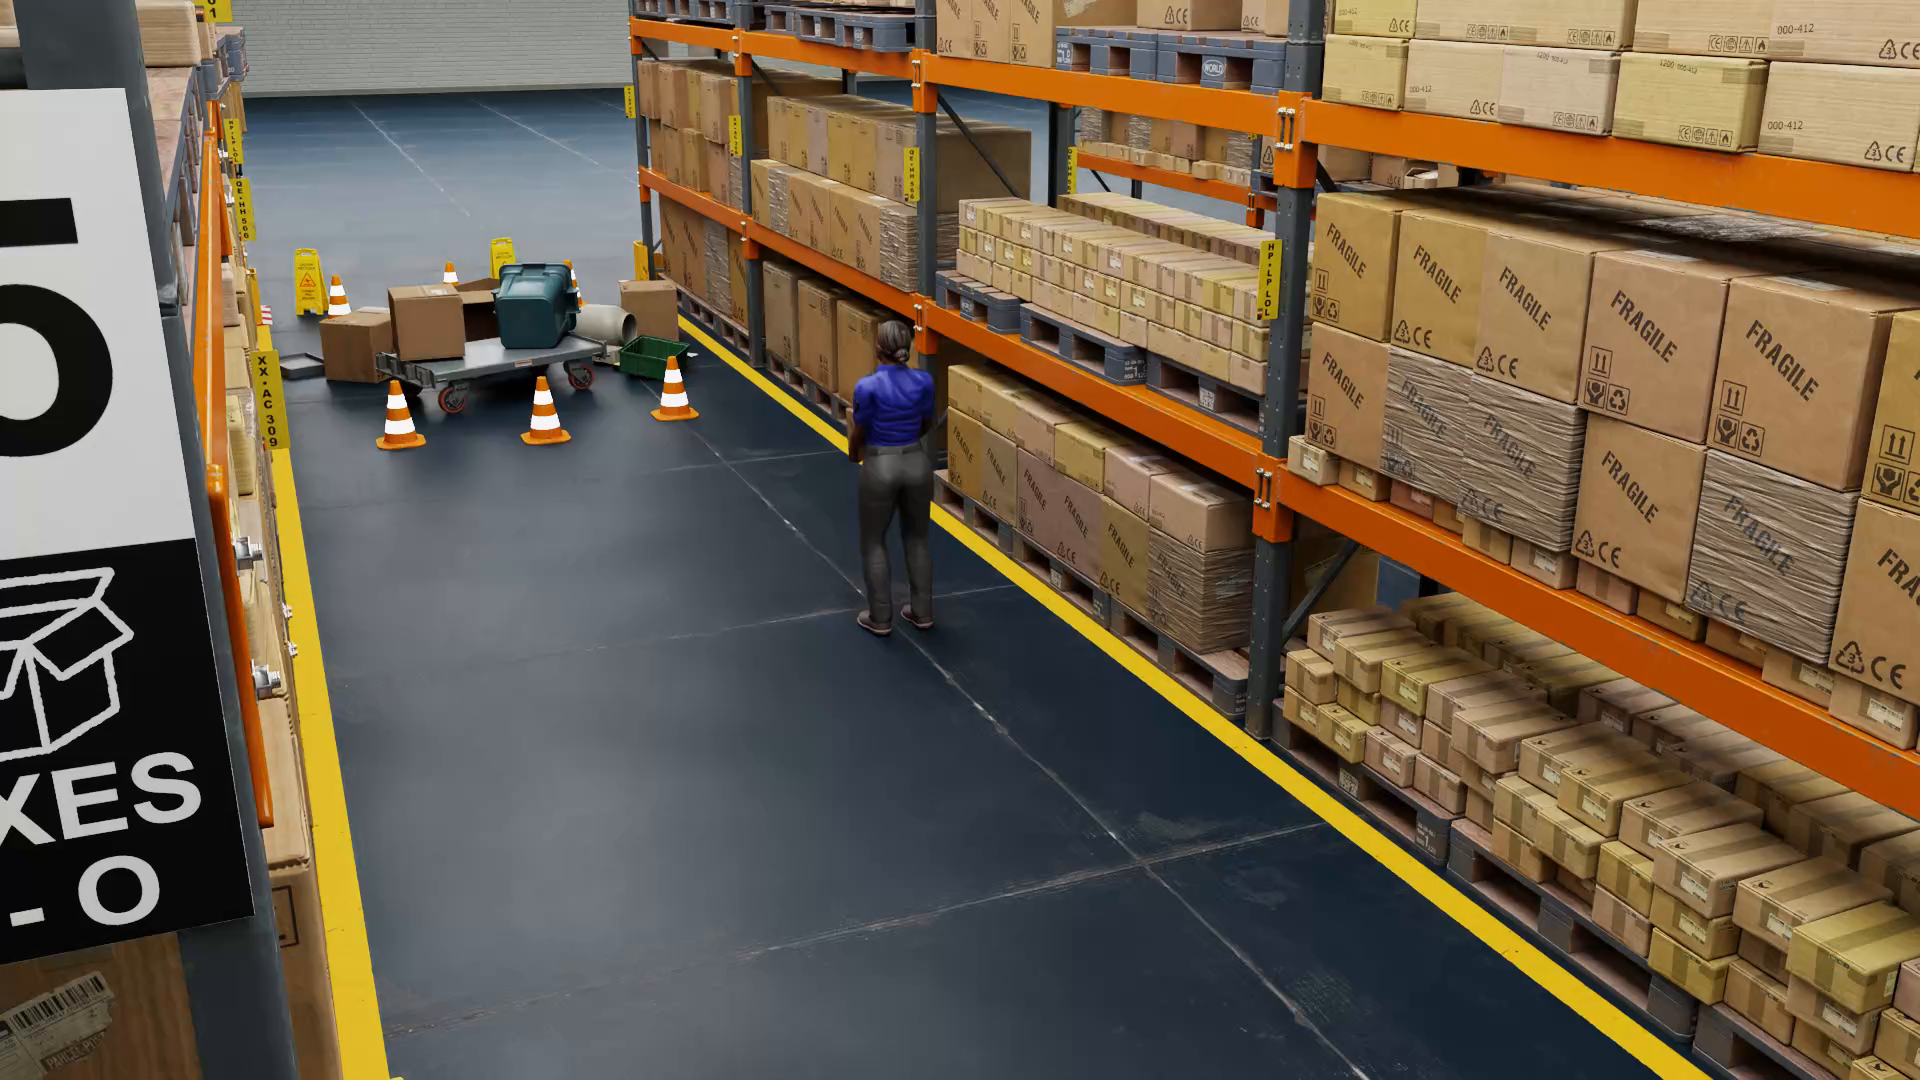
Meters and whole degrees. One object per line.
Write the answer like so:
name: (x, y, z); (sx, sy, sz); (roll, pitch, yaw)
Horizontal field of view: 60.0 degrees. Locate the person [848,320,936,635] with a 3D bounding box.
person: (-0.367, -0.348, 8.601); (0.451, 1.651, 0.496); (-8, 20, -21)
